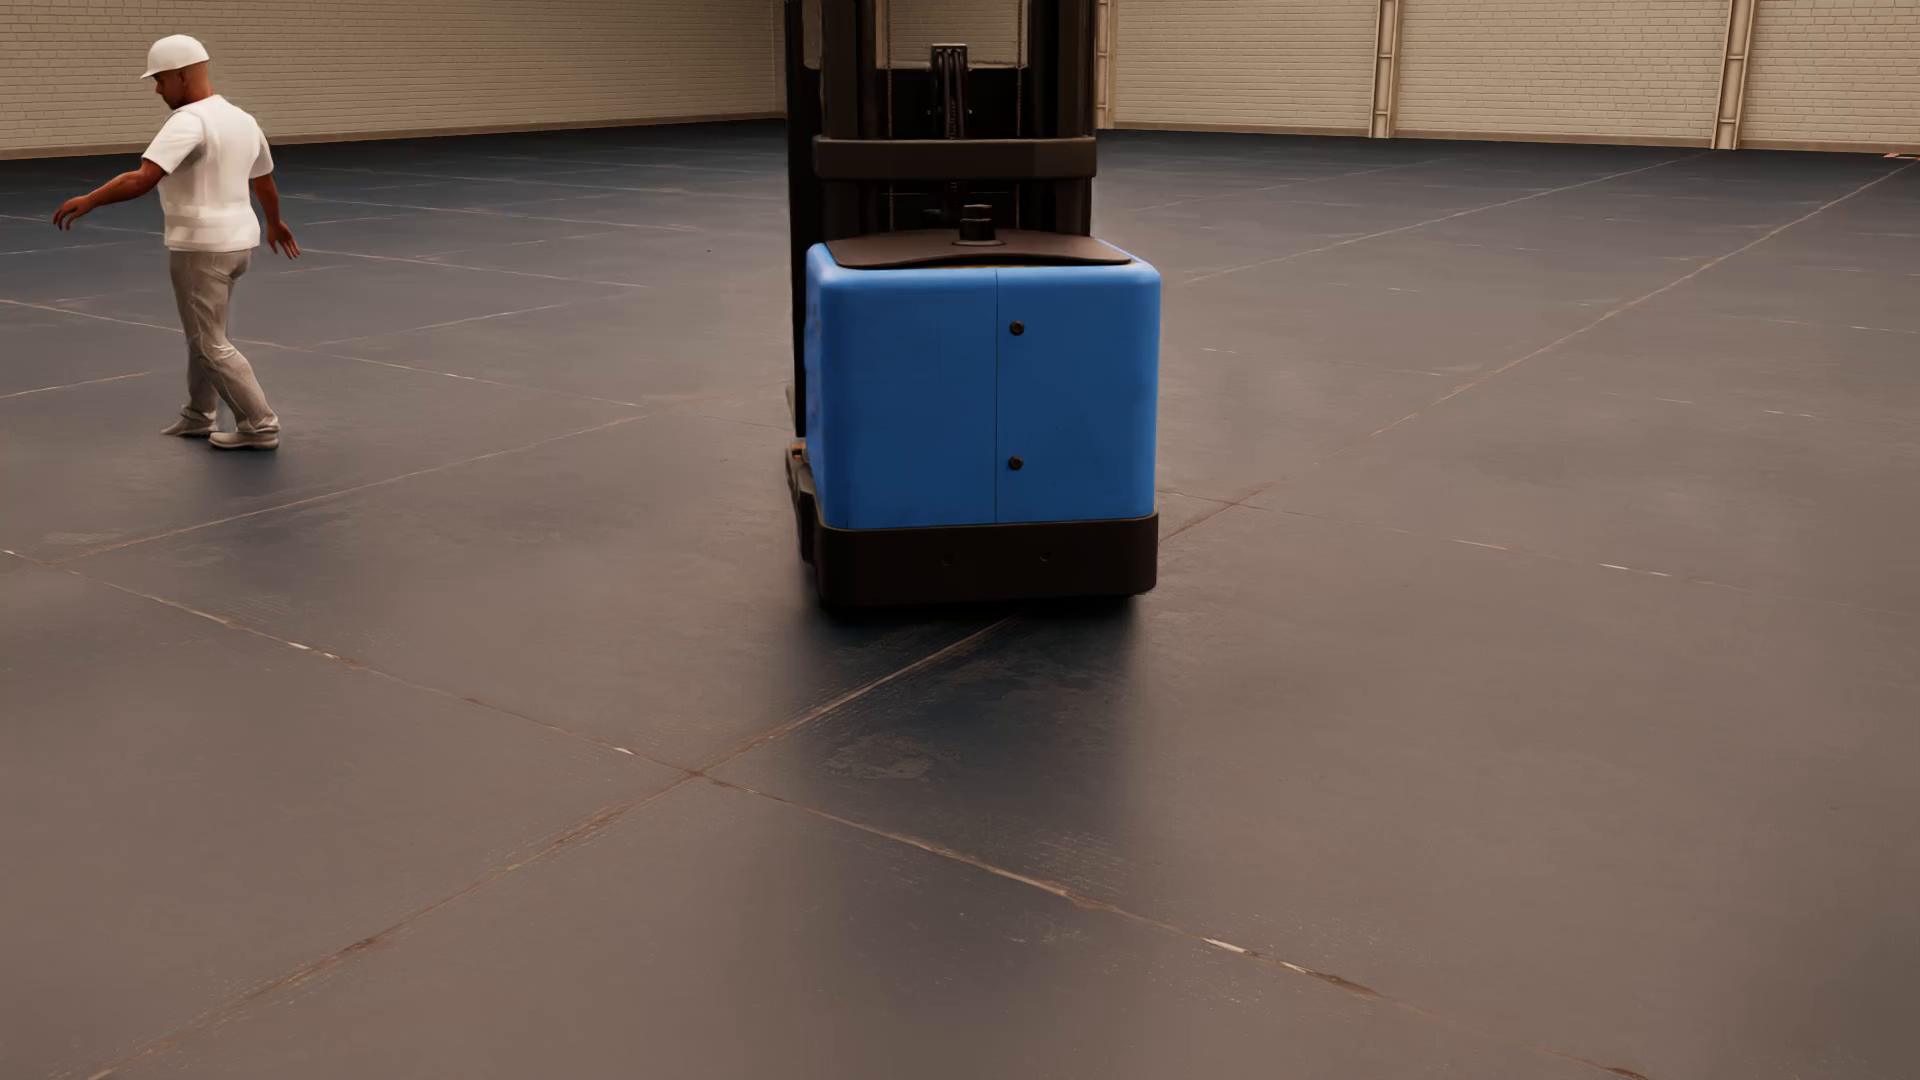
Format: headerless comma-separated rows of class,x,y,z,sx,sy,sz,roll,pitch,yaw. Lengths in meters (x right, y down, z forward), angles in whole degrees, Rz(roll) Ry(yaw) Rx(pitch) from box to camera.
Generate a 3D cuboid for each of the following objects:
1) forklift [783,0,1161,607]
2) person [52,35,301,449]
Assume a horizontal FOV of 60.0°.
forklift,-0.107,-1.580,6.116,1.130,2.935,3.031,-2,17,-8
person,-3.317,-1.263,7.191,0.705,1.765,1.052,2,17,7
